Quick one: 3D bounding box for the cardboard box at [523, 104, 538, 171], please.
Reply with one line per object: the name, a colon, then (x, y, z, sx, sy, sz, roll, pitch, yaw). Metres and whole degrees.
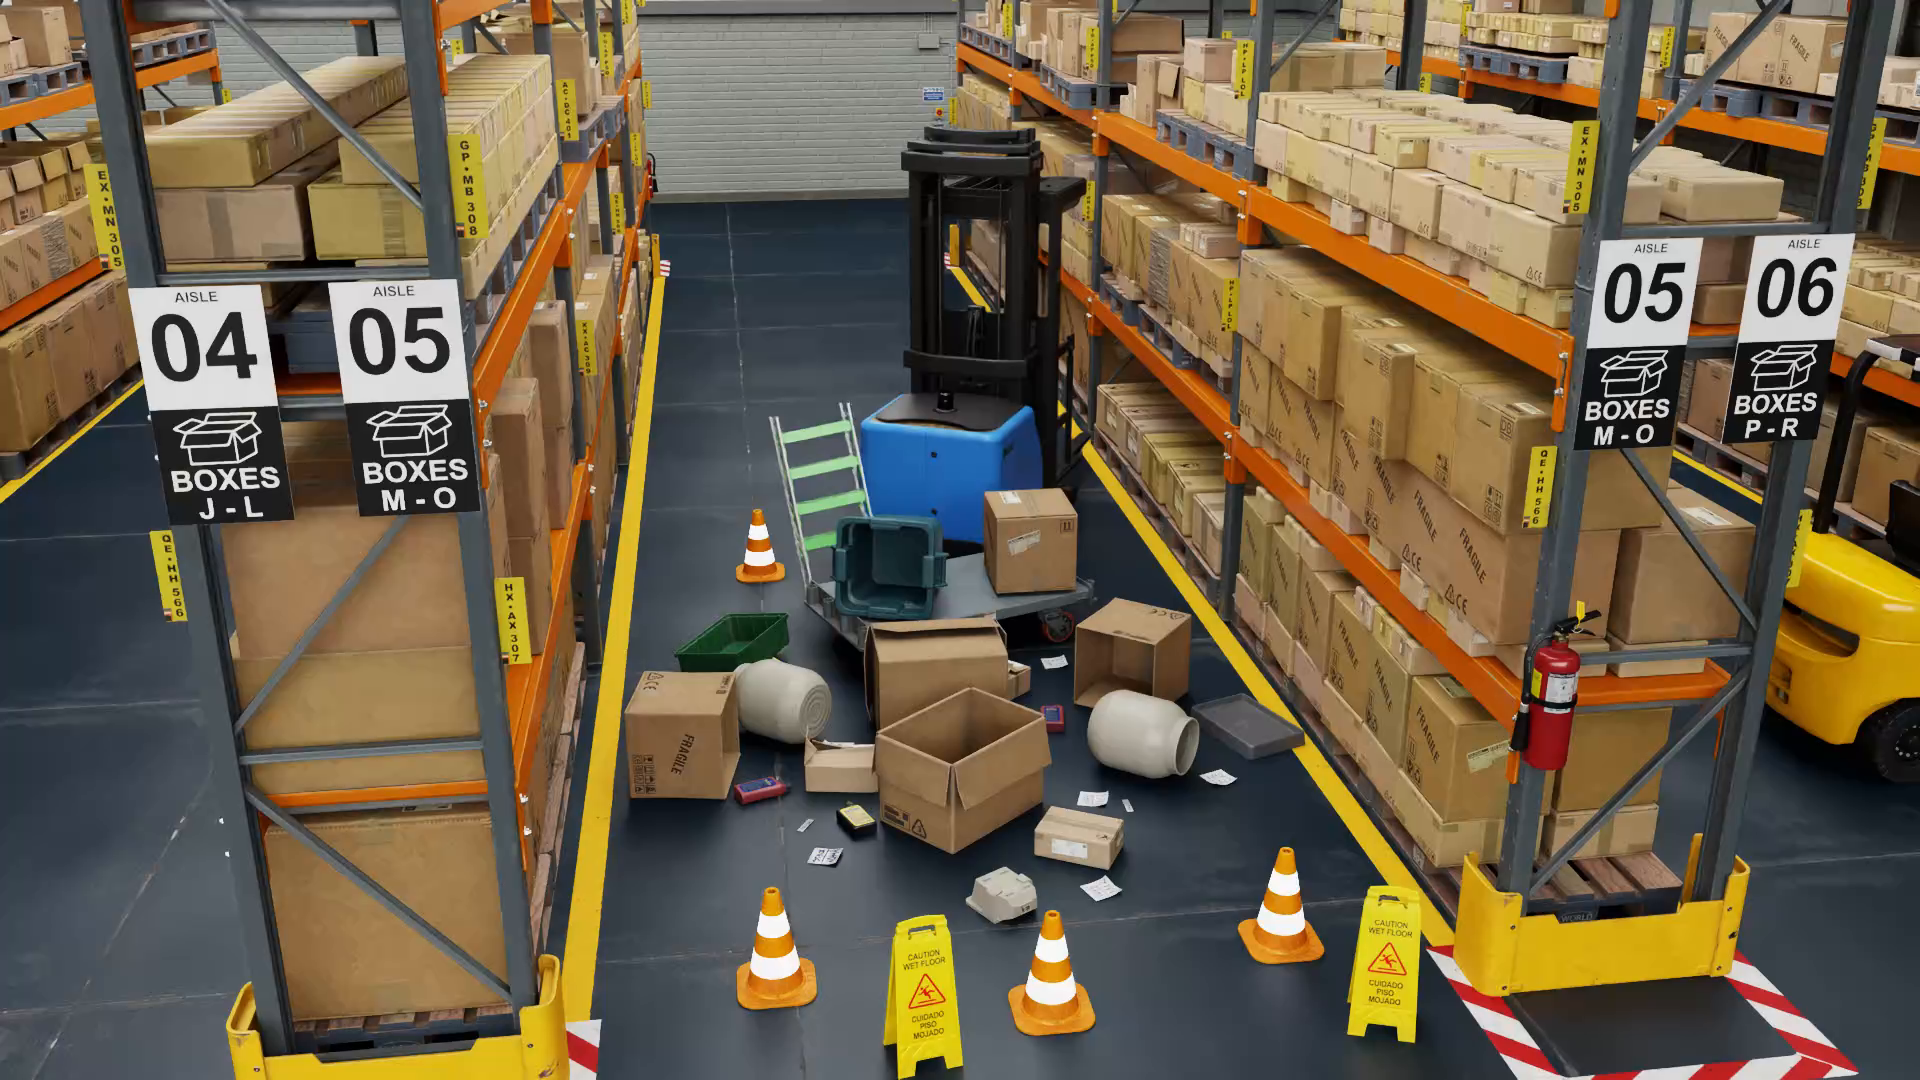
cardboard box: (-2.223, -1.844, 7.625, 0.500, 0.250, 0.500, -3, 21, -8)

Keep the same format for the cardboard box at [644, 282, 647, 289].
cardboard box: (-3.881, -3.031, 19.518, 0.380, 0.149, 0.250, -3, 21, -7)

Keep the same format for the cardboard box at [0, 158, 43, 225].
cardboard box: (-8.474, -3.030, 14.465, 0.797, 0.503, 0.637, -2, 21, -6)

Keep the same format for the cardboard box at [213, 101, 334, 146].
cardboard box: (-2.643, -1.603, 6.409, 0.380, 0.149, 0.250, -3, 21, -8)

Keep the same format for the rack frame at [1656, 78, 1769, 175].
rack frame: (6.528, -2.553, 14.765, 1.000, 3.000, 0.127, -3, 21, -8)

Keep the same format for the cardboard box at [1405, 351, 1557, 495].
cardboard box: (2.415, -0.528, 7.345, 0.700, 0.500, 0.500, -3, 21, -7)

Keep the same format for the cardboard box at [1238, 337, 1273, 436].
cardboard box: (1.981, -0.936, 9.868, 0.500, 0.500, 0.500, -3, 21, -8)

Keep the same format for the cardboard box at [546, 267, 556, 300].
cardboard box: (-2.768, -1.319, 9.888, 0.700, 0.500, 0.500, -3, 21, -9)

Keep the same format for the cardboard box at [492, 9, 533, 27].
cardboard box: (-3.788, -4.399, 14.183, 0.396, 0.266, 0.258, -3, 21, -8)

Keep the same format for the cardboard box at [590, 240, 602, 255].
cardboard box: (-3.138, -2.413, 13.723, 0.380, 0.149, 0.250, -2, 21, -5)

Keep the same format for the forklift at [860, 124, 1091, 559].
forklift: (0.276, -1.602, 12.317, 1.130, 2.935, 3.031, 7, 22, 18)

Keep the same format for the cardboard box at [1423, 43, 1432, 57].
cardboard box: (5.514, -5.599, 18.992, 0.380, 0.149, 0.250, -3, 21, -8)

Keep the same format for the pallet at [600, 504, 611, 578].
pallet: (-3.056, -0.012, 11.948, 1.003, 0.211, 1.213, -3, 21, -8)

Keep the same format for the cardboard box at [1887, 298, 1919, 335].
cardboard box: (6.781, -1.489, 11.417, 0.500, 0.250, 0.500, -3, 21, -9)

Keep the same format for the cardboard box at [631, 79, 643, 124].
cardboard box: (-4.108, -5.296, 20.110, 0.500, 0.500, 0.500, -3, 21, -9)

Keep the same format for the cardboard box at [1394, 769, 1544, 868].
cardboard box: (2.383, 1.285, 7.818, 0.500, 0.250, 0.500, -3, 21, -8)

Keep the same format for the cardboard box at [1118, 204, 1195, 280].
cardboard box: (1.534, -2.337, 13.018, 0.500, 0.500, 0.500, -2, 21, -5)

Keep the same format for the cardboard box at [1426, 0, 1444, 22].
cardboard box: (5.558, -5.985, 18.740, 0.500, 0.250, 0.500, -3, 21, -9)

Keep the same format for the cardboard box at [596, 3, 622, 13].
cardboard box: (-3.737, -5.543, 17.413, 0.380, 0.149, 0.250, -4, 21, -9)

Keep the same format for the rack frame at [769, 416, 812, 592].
rack frame: (-1.119, -0.230, 11.076, 0.015, 1.200, 0.240, -13, 7, -16)

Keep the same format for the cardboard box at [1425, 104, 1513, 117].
cardboard box: (2.684, -2.215, 8.792, 0.380, 0.149, 0.250, -2, 21, -6)

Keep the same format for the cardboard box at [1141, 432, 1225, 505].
cardboard box: (1.906, -0.553, 12.566, 0.950, 0.372, 0.625, -2, 21, -6)

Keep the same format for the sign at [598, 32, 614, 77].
sign: (-2.717, -3.727, 12.768, 0.100, 0.325, 0.005, -3, 21, -8)

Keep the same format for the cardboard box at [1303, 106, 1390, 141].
cardboard box: (2.022, -2.179, 8.697, 0.380, 0.149, 0.250, -3, 21, -8)

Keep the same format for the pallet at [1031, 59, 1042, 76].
pallet: (1.221, -4.687, 16.465, 0.805, 0.209, 1.217, -4, 21, -10)

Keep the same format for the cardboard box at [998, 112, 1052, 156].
cardboard box: (0.699, -4.351, 18.007, 0.500, 0.500, 0.500, -3, 21, -8)

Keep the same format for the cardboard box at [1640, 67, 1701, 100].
cardboard box: (6.214, -4.054, 14.710, 0.500, 0.250, 0.500, -4, 21, -10)

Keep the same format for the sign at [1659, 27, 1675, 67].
sign: (5.991, -4.174, 14.079, 0.100, 0.325, 0.005, -3, 21, -8)

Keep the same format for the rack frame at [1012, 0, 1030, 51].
rack frame: (1.040, -6.497, 16.750, 1.000, 3.000, 0.127, -3, 21, -8)

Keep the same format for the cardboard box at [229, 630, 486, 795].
cardboard box: (-2.212, 0.556, 6.225, 0.875, 0.550, 0.550, -3, 21, -8)

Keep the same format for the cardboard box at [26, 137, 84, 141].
cardboard box: (-9.097, -3.753, 16.694, 0.500, 0.500, 0.500, -2, 21, -6)

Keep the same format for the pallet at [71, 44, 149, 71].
pallet: (-8.874, -4.834, 16.712, 1.003, 0.211, 1.213, -3, 21, -8)

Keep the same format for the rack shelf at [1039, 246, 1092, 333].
rack shelf: (1.328, -2.657, 16.071, 1.077, 0.370, 4.000, -3, 21, -8)

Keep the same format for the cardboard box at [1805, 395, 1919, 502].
cardboard box: (6.914, -0.702, 12.602, 0.875, 0.625, 0.625, -3, 21, -8)

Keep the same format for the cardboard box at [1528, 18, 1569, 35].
cardboard box: (5.814, -5.040, 16.328, 0.380, 0.149, 0.250, -3, 21, -7)

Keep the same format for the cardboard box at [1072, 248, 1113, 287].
cardboard box: (1.287, -2.393, 14.551, 0.500, 0.250, 0.500, -4, 21, -10)

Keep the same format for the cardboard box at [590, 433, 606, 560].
cardboard box: (-3.004, -0.319, 11.400, 1.050, 0.750, 0.750, -3, 21, -8)

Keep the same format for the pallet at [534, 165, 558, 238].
pallet: (-2.583, -1.712, 8.352, 1.003, 0.211, 1.213, -3, 21, -8)

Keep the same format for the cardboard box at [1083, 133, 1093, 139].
cardboard box: (1.488, -3.704, 16.276, 0.500, 0.500, 0.500, -2, 21, -6)

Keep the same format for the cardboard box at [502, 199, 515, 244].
cardboard box: (-1.992, -1.263, 6.639, 0.380, 0.149, 0.250, -3, 21, -8)

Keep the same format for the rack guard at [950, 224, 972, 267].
rack guard: (0.460, -3.909, 21.967, 1.175, 0.500, 0.348, -3, 21, -8)

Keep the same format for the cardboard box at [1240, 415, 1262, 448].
cardboard box: (1.921, -0.674, 10.092, 0.380, 0.149, 0.250, -3, 21, -8)

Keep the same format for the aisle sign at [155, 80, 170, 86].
aisle sign: (-9.650, -5.799, 19.741, 0.394, 0.787, 0.004, -3, 21, -8)

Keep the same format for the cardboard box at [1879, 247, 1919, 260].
cardboard box: (7.135, -2.096, 12.470, 0.380, 0.149, 0.250, -3, 21, -8)

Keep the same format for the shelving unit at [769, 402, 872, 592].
shelving unit: (-0.890, -0.283, 11.141, 0.503, 1.200, 0.258, -13, 7, -16)

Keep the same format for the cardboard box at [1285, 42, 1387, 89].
cardboard box: (2.424, -3.077, 10.780, 0.500, 0.250, 0.500, -3, 21, -9)

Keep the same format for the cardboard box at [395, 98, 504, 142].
cardboard box: (-1.993, -1.635, 6.497, 0.380, 0.149, 0.250, -3, 21, -9)

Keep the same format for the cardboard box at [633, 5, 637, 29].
cardboard box: (-4.102, -6.209, 19.767, 0.500, 0.250, 0.500, -4, 21, -9)

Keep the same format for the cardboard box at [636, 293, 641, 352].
cardboard box: (-3.488, -2.184, 16.749, 0.500, 0.500, 0.500, -3, 21, -9)

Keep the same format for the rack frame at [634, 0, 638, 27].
rack frame: (-4.420, -7.597, 19.696, 1.000, 3.000, 0.127, -3, 21, -8)

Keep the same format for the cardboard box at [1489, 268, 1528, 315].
cardboard box: (2.373, -1.013, 6.714, 0.380, 0.149, 0.250, -3, 21, -7)

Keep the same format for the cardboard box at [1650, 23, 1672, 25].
cardboard box: (6.506, -4.791, 15.690, 0.380, 0.149, 0.250, -3, 21, -8)

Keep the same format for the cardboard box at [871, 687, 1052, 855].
cardboard box: (0.011, 1.157, 8.399, 0.637, 0.503, 0.797, 17, 27, 39)

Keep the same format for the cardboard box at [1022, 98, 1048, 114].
cardboard box: (0.750, -4.693, 17.995, 0.380, 0.149, 0.250, -2, 21, -6)

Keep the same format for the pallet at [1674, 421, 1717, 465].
pallet: (6.608, -0.960, 14.485, 1.003, 0.211, 1.213, -3, 21, -8)

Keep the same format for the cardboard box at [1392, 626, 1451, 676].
cardboard box: (2.277, 0.516, 7.877, 0.380, 0.149, 0.250, -2, 21, -6)
